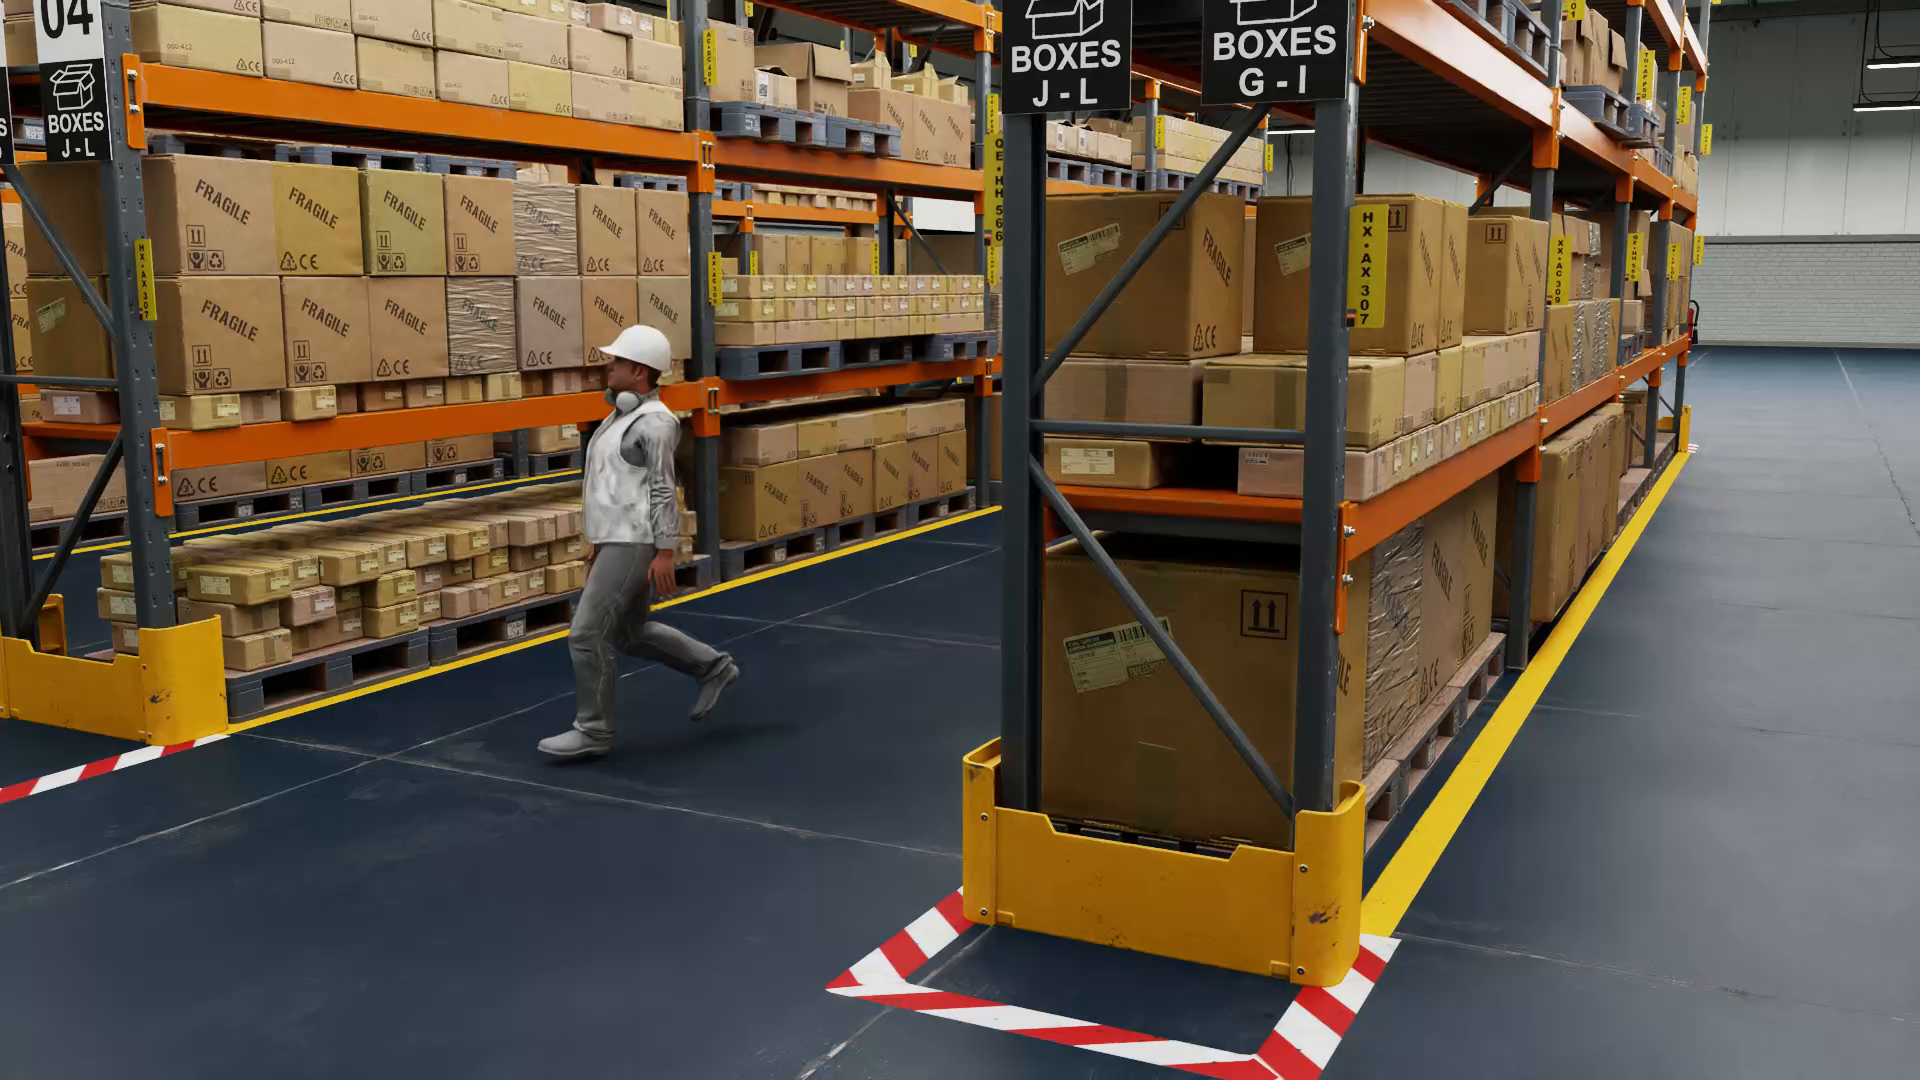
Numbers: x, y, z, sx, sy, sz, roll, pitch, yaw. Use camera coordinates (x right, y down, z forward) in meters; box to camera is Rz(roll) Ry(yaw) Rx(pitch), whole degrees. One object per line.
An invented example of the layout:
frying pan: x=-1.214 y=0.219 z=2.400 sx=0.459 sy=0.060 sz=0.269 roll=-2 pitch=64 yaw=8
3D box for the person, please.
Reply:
person: x=-1.328 y=-0.008 z=6.832 sx=0.898 sy=1.735 sz=0.550 roll=-4 pitch=10 yaw=-23
